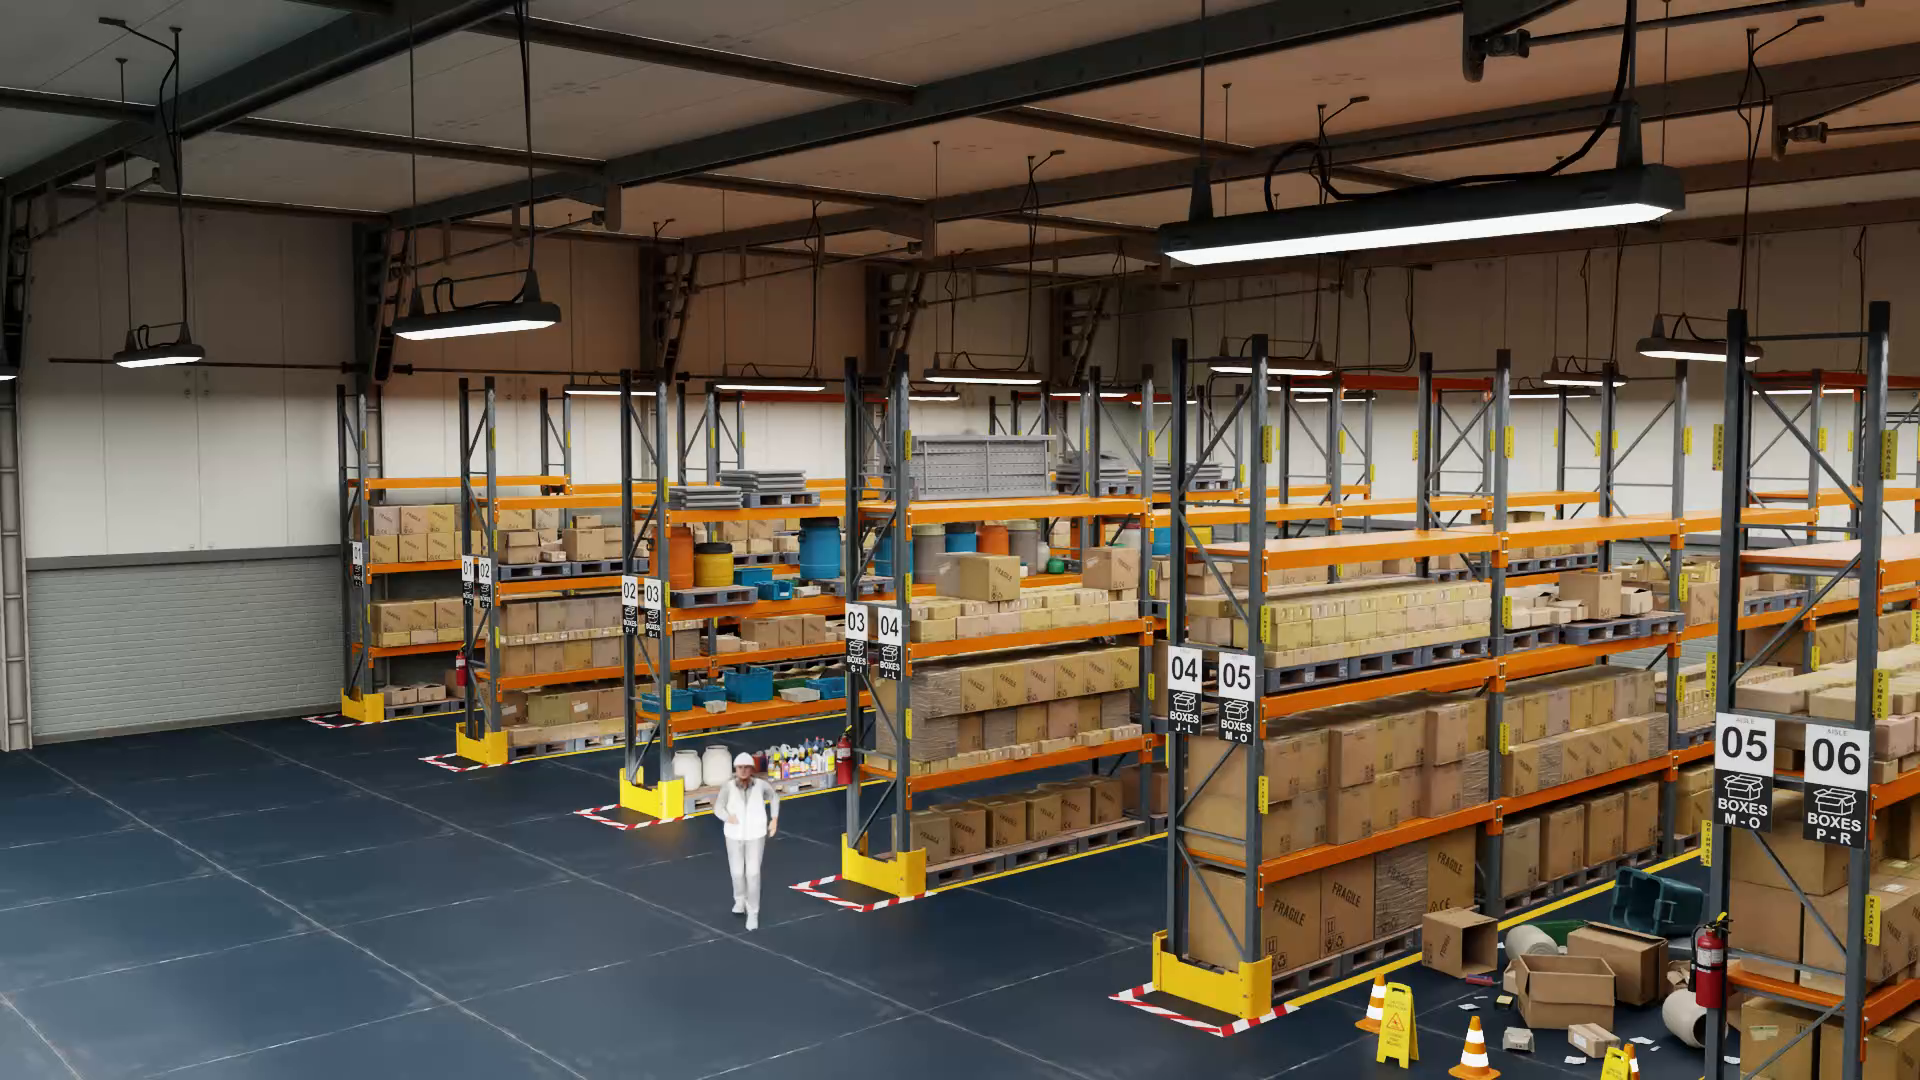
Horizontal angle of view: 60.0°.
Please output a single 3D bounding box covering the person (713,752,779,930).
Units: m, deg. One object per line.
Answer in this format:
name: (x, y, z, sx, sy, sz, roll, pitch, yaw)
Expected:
person: (-2.246, 3.147, 17.474, 0.670, 1.853, 0.757, 0, 4, -2)
